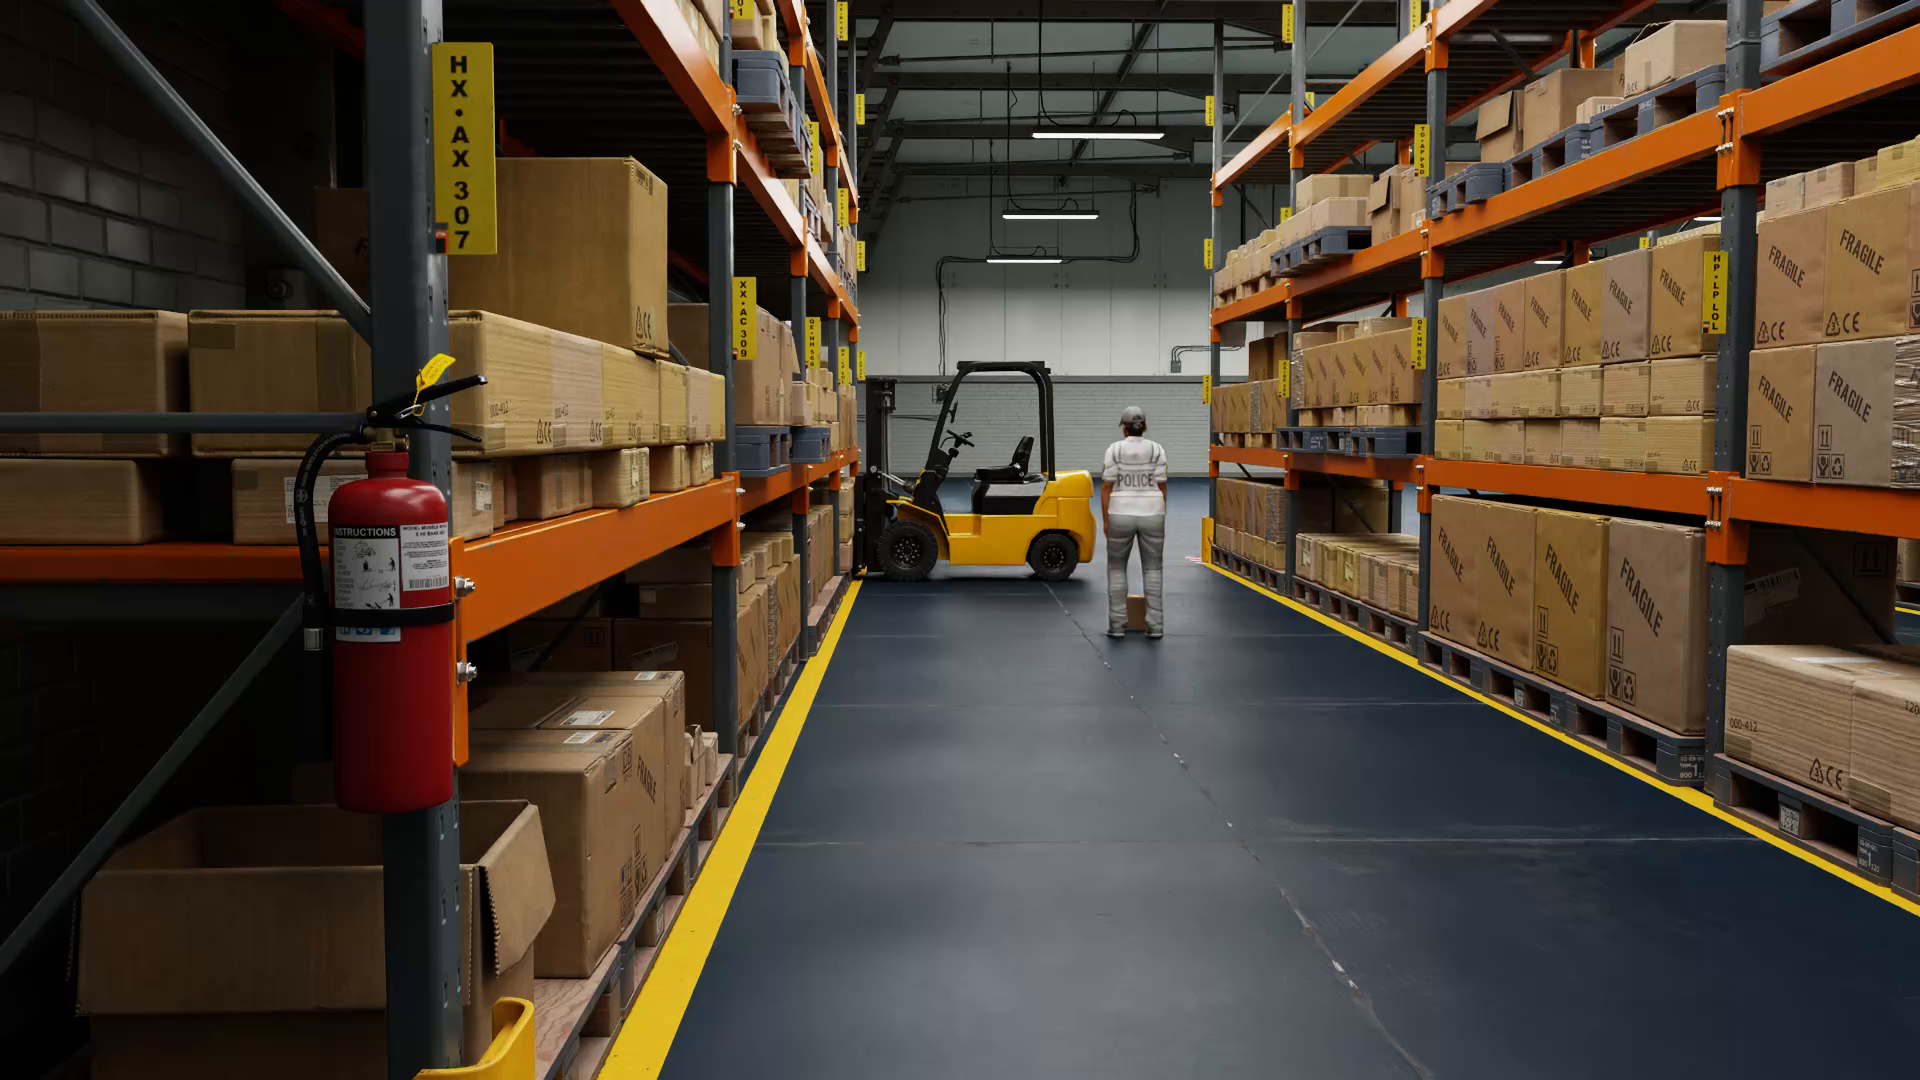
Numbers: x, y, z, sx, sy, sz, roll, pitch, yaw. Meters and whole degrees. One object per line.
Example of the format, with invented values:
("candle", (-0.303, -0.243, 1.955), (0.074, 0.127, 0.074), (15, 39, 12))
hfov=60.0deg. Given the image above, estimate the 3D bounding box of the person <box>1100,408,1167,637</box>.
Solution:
("person", (1.239, -0.119, 11.932), (0.477, 1.650, 0.402), (0, 4, 0))
